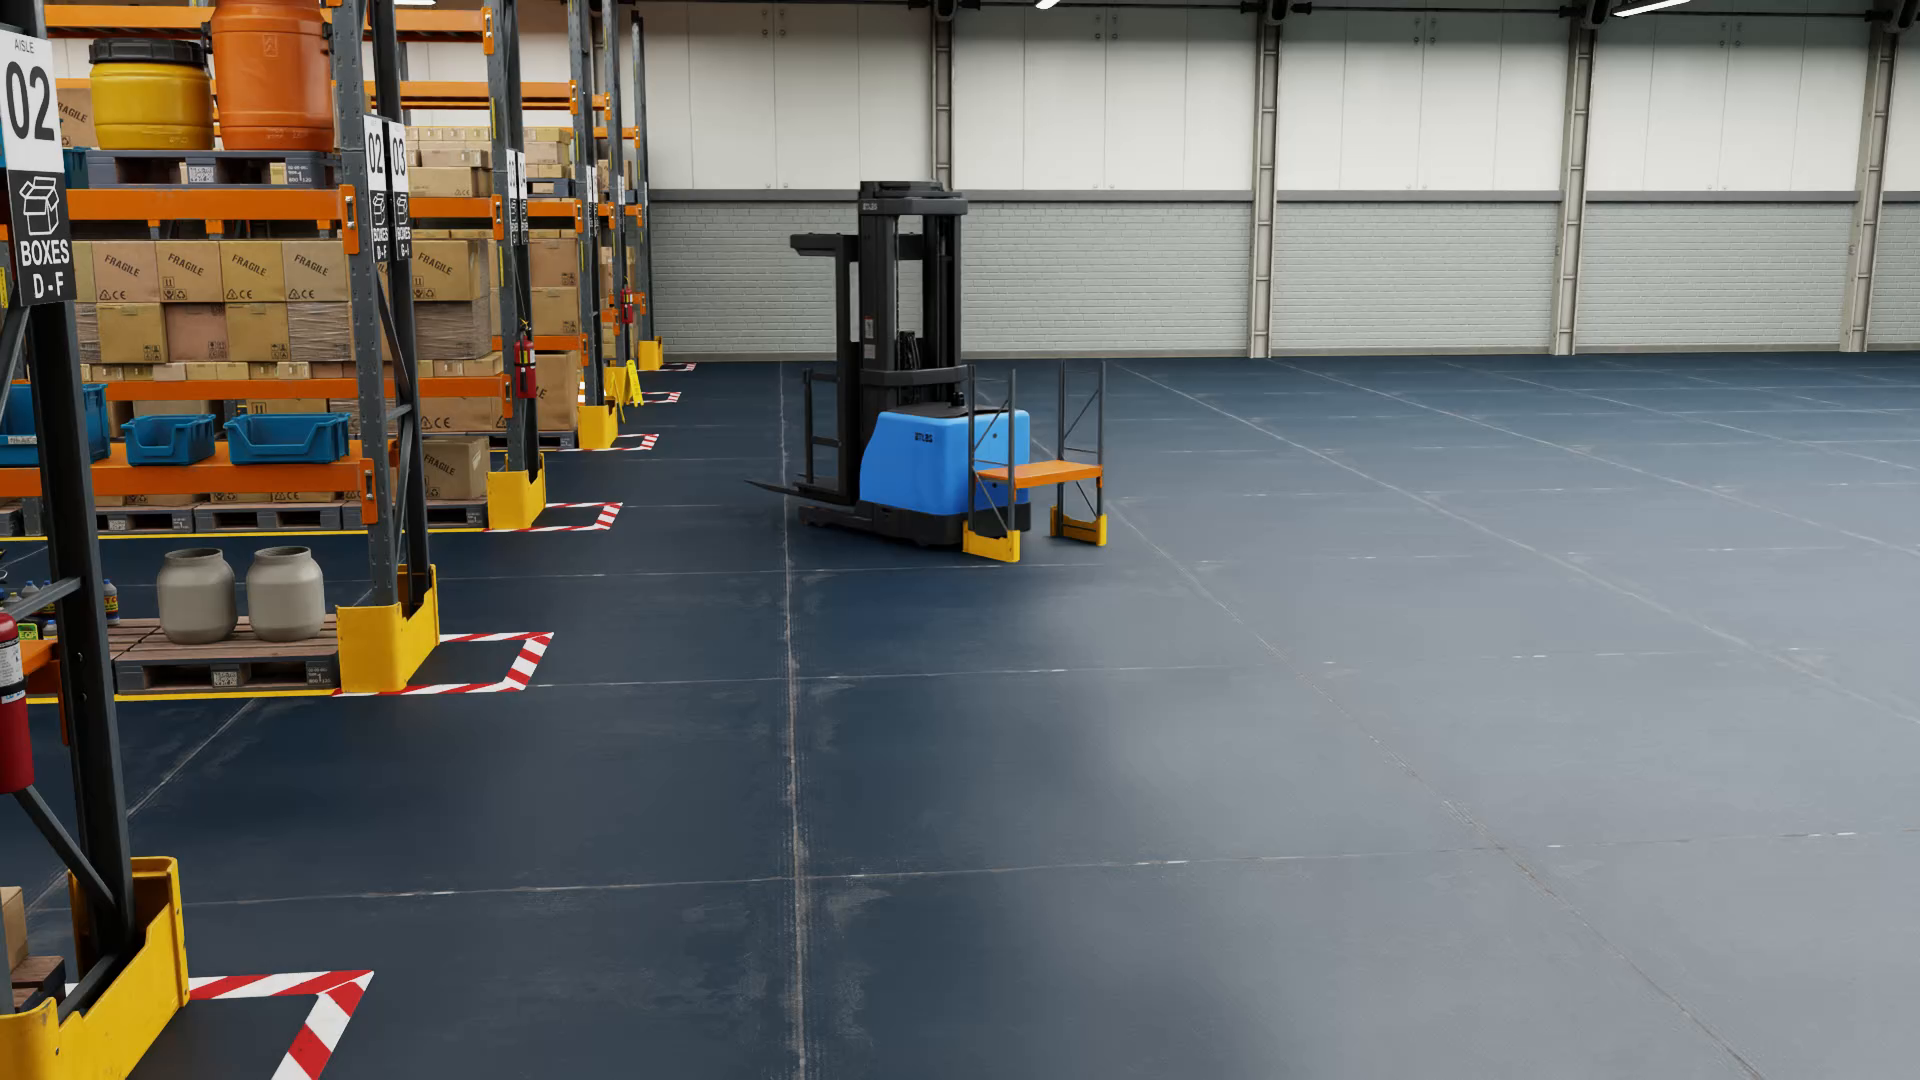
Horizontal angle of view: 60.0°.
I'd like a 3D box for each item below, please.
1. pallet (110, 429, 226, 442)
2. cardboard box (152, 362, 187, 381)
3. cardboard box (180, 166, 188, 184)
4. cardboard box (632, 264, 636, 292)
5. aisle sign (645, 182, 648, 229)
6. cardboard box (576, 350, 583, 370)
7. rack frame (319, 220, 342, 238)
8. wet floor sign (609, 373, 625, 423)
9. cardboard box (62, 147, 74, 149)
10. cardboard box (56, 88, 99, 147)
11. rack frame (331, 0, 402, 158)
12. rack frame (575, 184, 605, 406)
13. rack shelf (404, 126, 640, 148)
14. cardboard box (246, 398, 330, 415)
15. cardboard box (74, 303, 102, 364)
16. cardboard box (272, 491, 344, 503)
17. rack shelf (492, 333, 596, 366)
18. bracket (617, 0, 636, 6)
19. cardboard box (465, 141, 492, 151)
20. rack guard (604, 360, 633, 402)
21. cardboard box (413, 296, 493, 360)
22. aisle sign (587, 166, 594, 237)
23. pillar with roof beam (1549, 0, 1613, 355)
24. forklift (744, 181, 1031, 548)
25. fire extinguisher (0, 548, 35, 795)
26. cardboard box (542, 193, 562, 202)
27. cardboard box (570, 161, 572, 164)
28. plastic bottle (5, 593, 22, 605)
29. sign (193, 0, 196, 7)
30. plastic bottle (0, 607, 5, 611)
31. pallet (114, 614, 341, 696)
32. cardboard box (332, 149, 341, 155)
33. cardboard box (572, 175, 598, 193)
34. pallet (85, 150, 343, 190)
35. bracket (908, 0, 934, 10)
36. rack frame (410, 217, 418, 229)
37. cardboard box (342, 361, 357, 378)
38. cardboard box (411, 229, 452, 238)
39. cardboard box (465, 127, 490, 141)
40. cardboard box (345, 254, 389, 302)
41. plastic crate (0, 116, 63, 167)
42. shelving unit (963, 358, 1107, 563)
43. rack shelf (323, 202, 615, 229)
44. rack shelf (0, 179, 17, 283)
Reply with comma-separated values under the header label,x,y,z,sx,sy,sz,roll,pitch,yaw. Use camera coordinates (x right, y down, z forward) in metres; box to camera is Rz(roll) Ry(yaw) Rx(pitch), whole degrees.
label,x,y,z,sx,sy,sz,roll,pitch,yaw
pallet,-9.049,-1.147,19.153,1.213,0.211,1.003,-1,11,-6
cardboard box,-6.613,-1.433,14.034,0.250,0.149,0.380,-1,11,-6
cardboard box,-6.360,-2.971,13.817,0.500,0.250,0.500,-2,11,-8
cardboard box,-6.011,-4.620,29.332,0.500,0.500,0.500,-1,11,-4
aisle sign,-5.391,-5.748,28.593,0.004,0.787,0.394,-1,11,-6
cardboard box,-5.717,-2.734,24.095,0.500,0.500,0.500,-1,11,-6
rack frame,-8.925,-3.493,23.858,0.127,3.000,1.000,-1,11,-6
wet floor sign,-4.499,-1.854,21.625,0.232,0.644,0.267,-3,12,-16
cardboard box,-7.241,-3.152,13.706,0.250,0.149,0.380,-2,11,-9
cardboard box,-7.435,-3.563,14.111,0.500,0.500,0.500,-2,11,-8
rack frame,-3.344,-3.669,9.204,0.127,3.000,1.000,-1,11,-6
rack frame,-4.314,-2.629,19.464,0.127,3.000,1.000,-1,11,-6
rack shelf,-7.477,-6.881,28.440,4.000,0.370,1.077,-1,11,-6
cardboard box,-7.657,-1.709,19.203,0.875,0.875,0.875,-1,11,-5
cardboard box,-7.401,-1.785,14.140,0.500,0.500,0.875,-1,11,-6
cardboard box,-5.716,-0.617,14.621,0.500,0.500,0.500,0,11,-1
rack shelf,-6.302,-2.234,19.321,4.000,0.370,1.077,-1,11,-6
bracket,-5.827,-9.337,28.700,0.430,0.232,0.235,-1,11,-6
cardboard box,-5.267,-4.354,18.733,0.500,0.250,0.500,-1,11,-6
rack guard,-5.024,-2.348,24.515,0.348,0.500,1.175,-1,11,-6
cardboard box,-4.428,-1.864,14.545,0.500,0.500,0.875,-1,11,-6
aisle sign,-4.211,-3.848,18.928,0.004,0.787,0.394,-1,11,-6
pillar with roof beam,12.082,-7.179,27.058,0.548,9.000,9.100,-1,11,-6
forklift,-0.764,-1.603,14.425,1.130,2.935,3.031,-10,15,-41
fire extinguisher,-2.645,0.349,4.518,0.183,0.674,0.296,-1,11,-6
cardboard box,-5.785,-4.853,23.652,0.250,0.149,0.380,-1,11,-4
cardboard box,-6.931,-6.246,28.478,0.500,0.500,0.700,-1,11,-6
plastic bottle,-5.718,0.421,10.065,0.097,0.201,0.097,0,11,0
sign,-8.220,-5.882,17.835,0.005,0.325,0.100,-1,11,-6
plastic bottle,-5.376,0.517,9.381,0.135,0.276,0.152,-1,11,-6
pallet,-4.222,0.669,9.917,1.213,0.211,1.003,-1,11,-6
cardboard box,-5.159,-3.203,13.964,0.250,0.149,0.380,-1,11,-5
cardboard box,-5.428,-5.058,23.661,0.500,0.250,0.500,-1,11,-7
pallet,-4.177,-2.106,9.520,1.213,0.211,1.003,-1,11,-6
bracket,-0.687,-9.444,29.248,0.430,0.232,0.235,-1,11,-6
rack frame,-9.465,-4.444,28.699,0.127,3.000,1.000,-1,11,-6
cardboard box,-5.134,-1.487,14.307,0.250,0.149,0.380,-1,11,-6
cardboard box,-7.452,-4.158,23.618,0.500,0.500,0.700,-1,11,-7
cardboard box,-5.372,-4.536,18.623,0.250,0.149,0.380,-1,11,-5
cardboard box,-4.895,-2.291,14.122,0.500,0.500,0.500,-1,11,-6
plastic crate,-5.207,-2.092,8.999,0.575,0.384,0.392,-1,11,-6
shelving unit,0.612,-0.668,13.378,1.083,1.500,0.587,-10,15,-41
rack shelf,-6.937,-4.653,23.850,4.000,0.370,1.077,-1,11,-6
rack shelf,-4.801,-0.853,4.519,4.000,0.370,1.077,-1,11,-6
